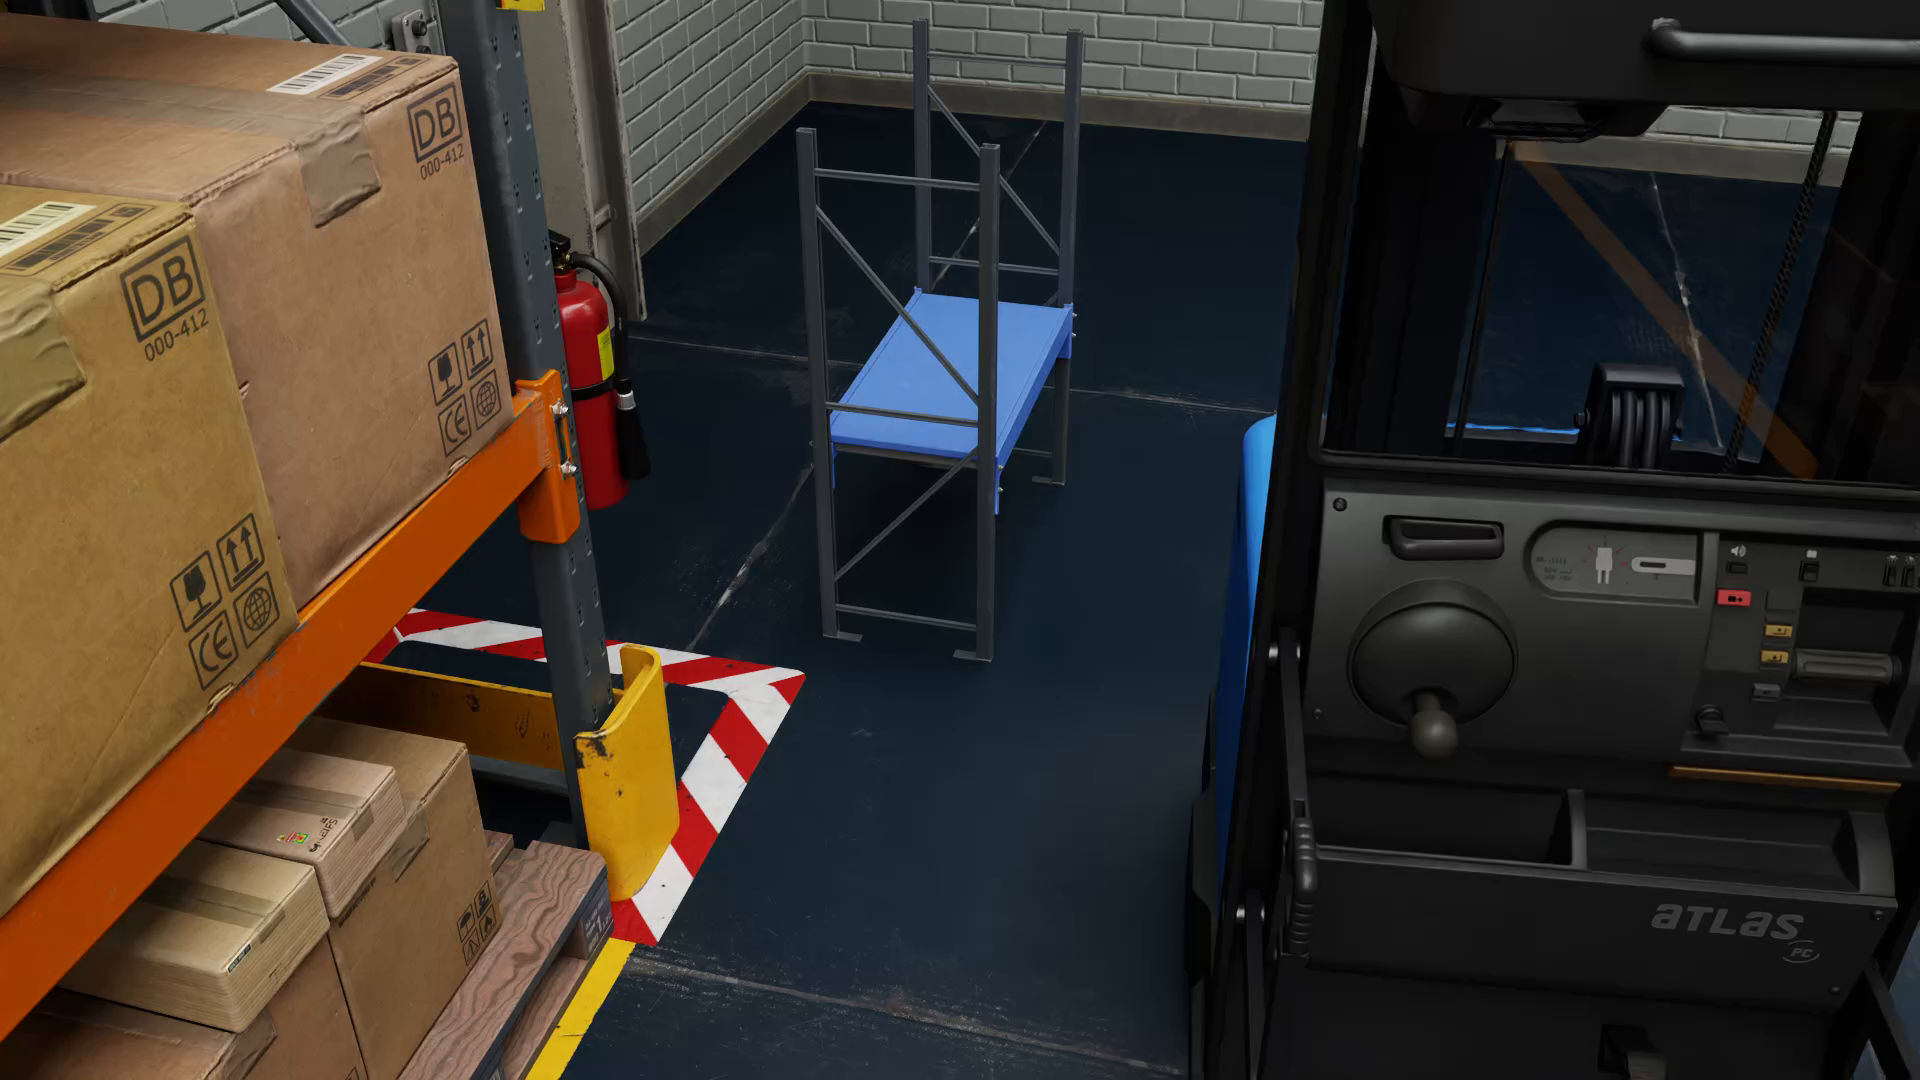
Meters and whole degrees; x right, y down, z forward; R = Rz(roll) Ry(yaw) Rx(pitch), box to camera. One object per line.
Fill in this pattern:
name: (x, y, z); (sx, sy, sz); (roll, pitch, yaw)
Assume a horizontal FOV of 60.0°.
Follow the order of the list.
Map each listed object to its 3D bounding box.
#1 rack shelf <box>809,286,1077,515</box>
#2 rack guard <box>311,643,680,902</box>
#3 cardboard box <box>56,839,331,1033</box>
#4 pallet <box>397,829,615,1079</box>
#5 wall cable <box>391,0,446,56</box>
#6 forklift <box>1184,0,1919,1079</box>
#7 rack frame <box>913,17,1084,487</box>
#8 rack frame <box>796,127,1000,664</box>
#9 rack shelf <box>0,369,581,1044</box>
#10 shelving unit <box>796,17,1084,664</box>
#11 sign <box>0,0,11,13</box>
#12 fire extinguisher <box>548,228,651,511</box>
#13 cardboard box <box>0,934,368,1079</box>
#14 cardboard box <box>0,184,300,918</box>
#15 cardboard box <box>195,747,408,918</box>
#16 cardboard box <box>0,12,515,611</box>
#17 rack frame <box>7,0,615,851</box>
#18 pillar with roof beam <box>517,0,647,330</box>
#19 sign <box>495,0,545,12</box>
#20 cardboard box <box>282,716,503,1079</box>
rack shelf: (-0.022, -0.437, 4.875); (0.538, 0.185, 1.000); (8, 33, 12)
rack guard: (-1.292, 0.480, 4.029); (1.175, 0.500, 0.348); (8, 33, 12)
cardboard box: (-1.299, 0.643, 2.777); (0.380, 0.149, 0.250); (9, 34, 14)
pallet: (-1.425, 1.040, 3.417); (1.003, 0.211, 1.213); (8, 33, 12)
wall cable: (-1.888, -1.784, 4.314); (0.084, 1.984, 1.851); (8, 33, 12)
forklift: (0.959, 0.193, 2.214); (1.130, 2.935, 3.031); (4, 33, 6)
rack frame: (0.107, -0.852, 5.193); (0.500, 1.500, 0.032); (8, 33, 12)
rack frame: (-0.151, -0.325, 4.363); (0.500, 1.500, 0.032); (8, 33, 12)
rack shelf: (-1.805, 0.779, 1.899); (1.077, 0.370, 4.000); (8, 33, 12)
shelving unit: (-0.022, -0.589, 4.778); (0.538, 1.500, 1.048); (8, 33, 12)
sign: (-1.833, -1.040, 3.209); (0.100, 0.325, 0.005); (8, 33, 12)
fire extinguisher: (-0.813, -0.388, 3.484); (0.296, 0.674, 0.183); (8, 33, 12)
cardboard box: (-1.506, 0.952, 2.895); (0.700, 0.500, 0.500); (8, 33, 12)
cardboard box: (-1.591, -0.044, 2.243); (0.980, 0.700, 0.700); (8, 33, 12)
cardboard box: (-1.235, 0.510, 2.986); (0.380, 0.149, 0.250); (8, 33, 12)
cardboard box: (-1.418, -0.423, 2.840); (0.980, 0.700, 0.700); (10, 34, 15)
rack frame: (-1.298, -0.562, 3.339); (1.000, 3.000, 0.127); (8, 33, 12)
pillar with roof beam: (2.715, -4.027, 3.196); (9.100, 9.000, 0.400); (8, 33, 12)
sign: (-0.776, -1.070, 2.837); (0.100, 0.325, 0.005); (8, 33, 12)
cardboard box: (-1.379, 0.692, 3.304); (0.700, 0.500, 0.500); (8, 33, 12)
